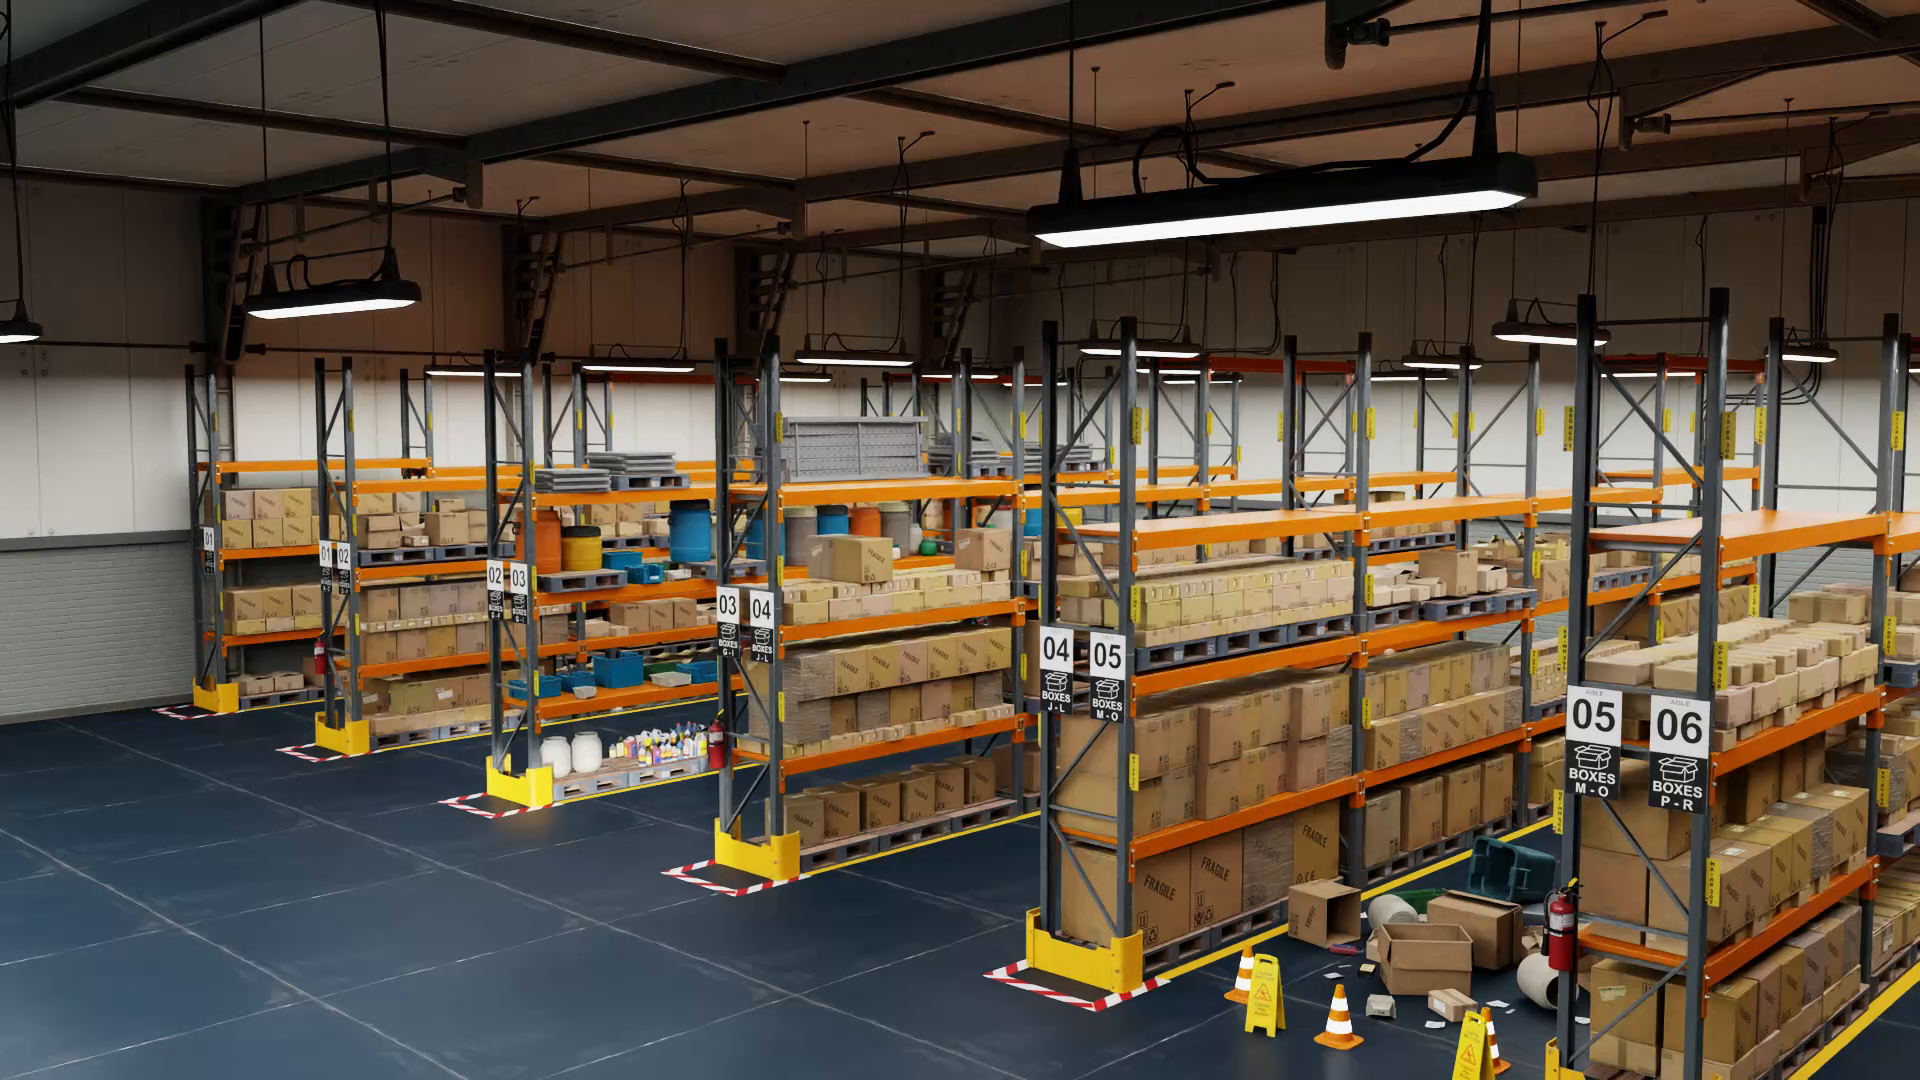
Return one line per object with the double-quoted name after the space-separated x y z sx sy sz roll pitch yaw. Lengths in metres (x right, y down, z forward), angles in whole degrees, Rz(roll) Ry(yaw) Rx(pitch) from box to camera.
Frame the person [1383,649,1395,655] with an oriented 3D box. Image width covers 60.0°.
6.147 2.451 23.884 0.587 1.777 0.616 -4 6 -41 "person"
